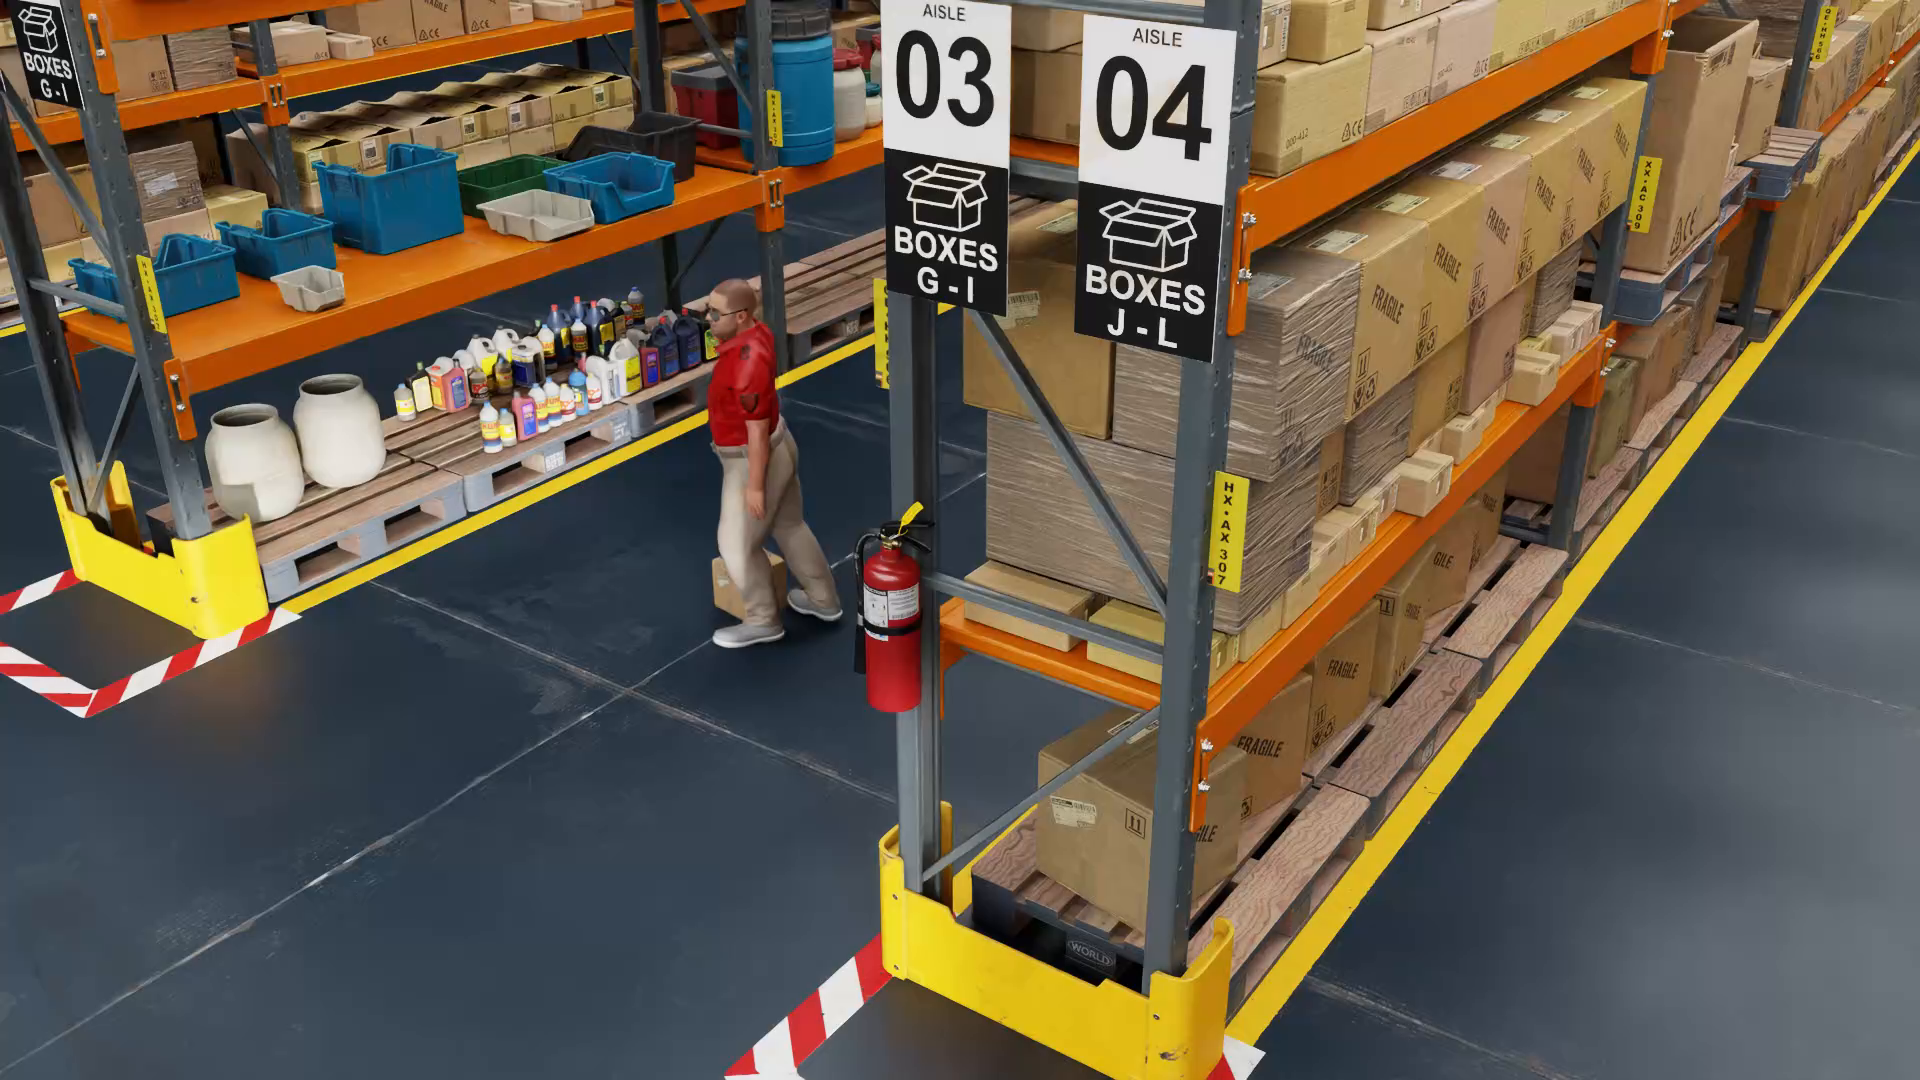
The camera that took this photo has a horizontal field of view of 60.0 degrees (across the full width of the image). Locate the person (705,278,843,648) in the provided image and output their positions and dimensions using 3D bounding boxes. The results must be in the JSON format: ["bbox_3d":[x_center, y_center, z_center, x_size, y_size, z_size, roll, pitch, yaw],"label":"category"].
[{"bbox_3d":[-0.838,-0.335,7.304,0.582,1.713,0.576,1,27,2],"label":"person"}]
